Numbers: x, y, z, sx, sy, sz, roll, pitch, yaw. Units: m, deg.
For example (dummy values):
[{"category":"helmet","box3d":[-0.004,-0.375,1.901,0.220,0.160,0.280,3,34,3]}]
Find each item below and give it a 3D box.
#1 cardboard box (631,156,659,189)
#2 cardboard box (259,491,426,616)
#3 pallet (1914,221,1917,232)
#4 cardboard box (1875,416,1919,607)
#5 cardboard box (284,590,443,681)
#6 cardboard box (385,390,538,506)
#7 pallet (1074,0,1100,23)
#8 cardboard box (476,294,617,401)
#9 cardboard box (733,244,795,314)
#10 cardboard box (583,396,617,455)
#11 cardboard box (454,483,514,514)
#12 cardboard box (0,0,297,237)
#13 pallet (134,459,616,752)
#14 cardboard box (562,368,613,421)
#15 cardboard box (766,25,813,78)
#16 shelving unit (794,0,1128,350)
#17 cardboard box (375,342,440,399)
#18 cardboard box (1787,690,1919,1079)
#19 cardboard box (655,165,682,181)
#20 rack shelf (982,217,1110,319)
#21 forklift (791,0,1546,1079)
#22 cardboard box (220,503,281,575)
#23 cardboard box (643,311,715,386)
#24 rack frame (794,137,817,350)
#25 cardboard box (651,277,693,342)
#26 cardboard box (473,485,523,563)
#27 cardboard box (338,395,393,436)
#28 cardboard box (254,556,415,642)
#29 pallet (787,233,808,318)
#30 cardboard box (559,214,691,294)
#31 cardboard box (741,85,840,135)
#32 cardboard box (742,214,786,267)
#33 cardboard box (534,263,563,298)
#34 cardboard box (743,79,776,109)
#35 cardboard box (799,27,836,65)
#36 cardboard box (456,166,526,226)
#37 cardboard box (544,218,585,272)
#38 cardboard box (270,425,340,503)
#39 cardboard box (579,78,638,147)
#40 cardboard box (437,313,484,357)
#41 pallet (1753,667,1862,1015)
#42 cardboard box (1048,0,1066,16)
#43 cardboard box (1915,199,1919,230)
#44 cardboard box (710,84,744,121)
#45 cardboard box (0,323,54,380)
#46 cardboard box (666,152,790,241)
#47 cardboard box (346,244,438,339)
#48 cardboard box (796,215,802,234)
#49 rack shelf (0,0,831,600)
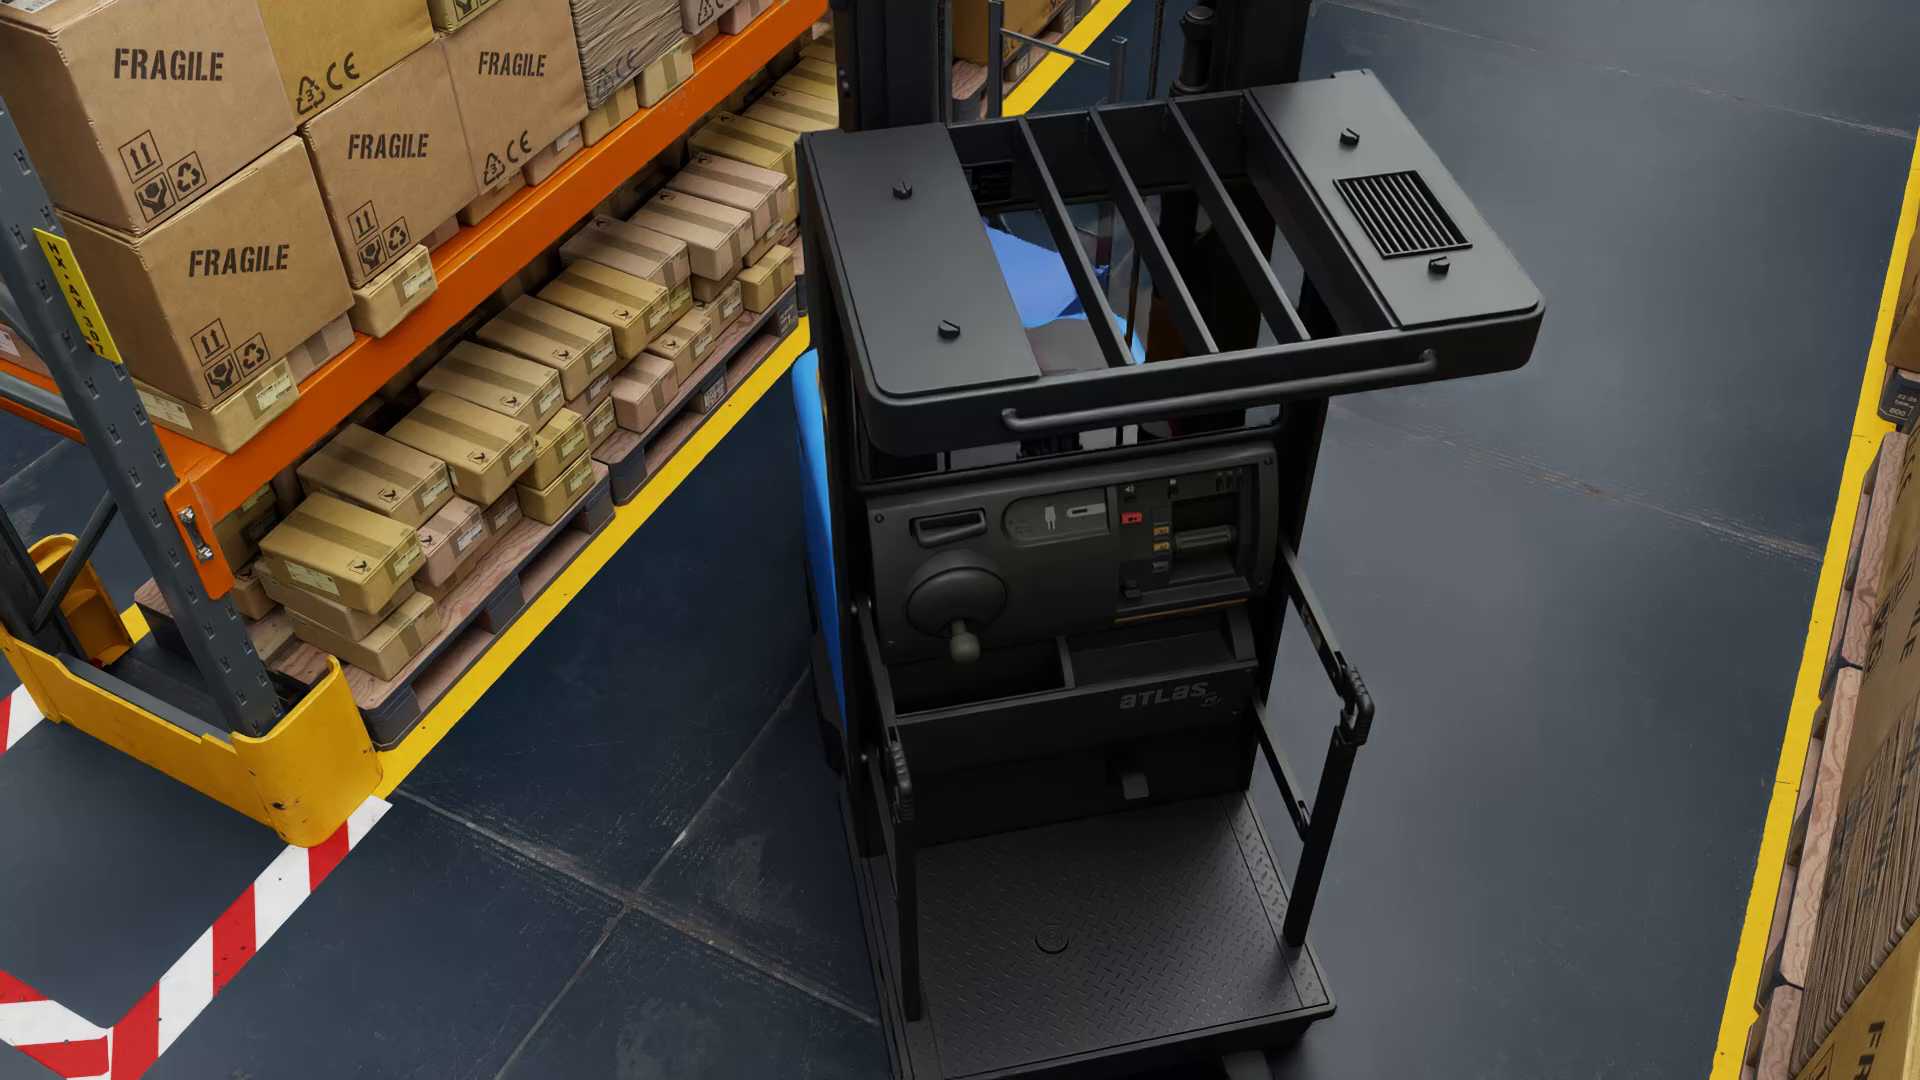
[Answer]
[{"category":"cardboard box","box3d":[-1.391,-1.482,6.397,0.380,0.149,0.250,21,49,20]},{"category":"cardboard box","box3d":[-1.815,0.037,4.896,0.380,0.149,0.250,18,48,17]},{"category":"pallet","box3d":[4.701,-1.512,7.096,1.003,0.211,1.213,20,49,19]},{"category":"cardboard box","box3d":[3.467,-0.221,5.058,0.875,0.875,0.875,20,49,19]},{"category":"cardboard box","box3d":[-1.832,0.239,5.114,0.380,0.149,0.250,21,49,20]},{"category":"cardboard box","box3d":[-1.563,-0.293,5.222,0.380,0.149,0.250,20,49,19]},{"category":"pallet","box3d":[0.423,-3.193,8.757,1.003,0.211,1.213,20,49,19]},{"category":"cardboard box","box3d":[-1.384,-0.648,5.573,0.380,0.149,0.250,22,49,21]},{"category":"cardboard box","box3d":[-0.863,-1.045,6.383,0.380,0.149,0.250,20,49,19]},{"category":"cardboard box","box3d":[-1.424,-0.428,5.774,0.380,0.149,0.250,21,49,19]},{"category":"cardboard box","box3d":[-1.676,-0.224,5.362,0.380,0.149,0.250,21,49,20]},{"category":"cardboard box","box3d":[-1.915,-1.077,3.723,0.500,0.500,0.500,20,49,19]},{"category":"pallet","box3d":[-1.915,0.041,5.561,1.003,0.211,1.213,20,49,19]},{"category":"cardboard box","box3d":[-1.422,-0.548,5.682,0.380,0.149,0.250,18,48,17]},{"category":"cardboard box","box3d":[-0.845,-2.117,7.024,0.380,0.149,0.250,22,49,21]},{"category":"shelving unit","box3d":[0.023,-0.825,5.511,0.538,1.500,1.048,26,51,23]},{"category":"cardboard box","box3d":[-1.986,-0.649,5.574,0.380,0.149,0.250,19,48,18]},{"category":"cardboard box","box3d":[2.636,0.907,3.943,0.875,0.875,0.875,20,49,19]},{"category":"cardboard box","box3d":[-1.201,-1.515,6.638,0.380,0.149,0.250,18,48,17]},{"category":"rack shelf","box3d":[0.023,-0.698,5.639,0.538,0.185,1.000,26,51,23]},{"category":"forklift","box3d":[0.308,0.127,3.564,1.130,2.935,3.031,-9,46,-8]},{"category":"cardboard box","box3d":[-2.367,-0.068,5.208,0.380,0.149,0.250,19,48,18]},{"category":"cardboard box","box3d":[-1.126,-0.740,6.081,0.380,0.149,0.250,20,49,19]},{"category":"rack frame","box3d":[-0.261,-0.525,5.214,0.500,1.500,0.032,26,51,23]},{"category":"cardboard box","box3d":[-1.198,-0.899,6.030,0.380,0.149,0.250,23,50,21]},{"category":"cardboard box","box3d":[-1.674,-0.111,5.460,0.380,0.149,0.250,21,49,19]},{"category":"cardboard box","box3d":[-2.127,-0.396,5.532,0.380,0.149,0.250,19,48,17]},{"category":"cardboard box","box3d":[-1.888,0.114,5.029,0.380,0.149,0.250,22,49,21]},{"category":"pallet","box3d":[-0.783,-1.496,7.080,1.003,0.211,1.213,20,49,19]},{"category":"cardboard box","box3d":[-1.189,-0.989,5.909,0.380,0.149,0.250,21,49,19]},{"category":"cardboard box","box3d":[-0.629,-1.622,6.535,0.380,0.149,0.250,20,49,19]},{"category":"cardboard box","box3d":[-0.894,-1.216,6.342,0.380,0.149,0.250,22,49,20]},{"category":"cardboard box","box3d":[-1.659,-1.064,6.193,0.380,0.149,0.250,21,49,19]},{"category":"cardboard box","box3d":[-0.992,-1.849,6.969,0.380,0.149,0.250,21,49,19]},{"category":"cardboard box","box3d":[-0.437,-1.955,6.864,0.380,0.149,0.250,22,49,20]},{"category":"cardboard box","box3d":[-1.518,-1.096,4.900,0.380,0.149,0.250,20,49,19]},{"category":"cardboard box","box3d":[-1.594,-1.141,6.059,0.380,0.149,0.250,21,49,19]},{"category":"cardboard box","box3d":[-2.170,-0.302,5.230,0.380,0.149,0.250,21,49,20]},{"category":"cardboard box","box3d":[-1.239,-1.398,5.199,0.380,0.149,0.250,22,49,20]},{"category":"cardboard box","box3d":[-1.898,-0.726,5.859,0.380,0.149,0.250,21,49,20]},{"category":"pallet","box3d":[2.857,0.995,4.618,1.003,0.211,1.213,20,49,19]},{"category":"cardboard box","box3d":[0.320,-2.891,7.961,0.500,0.500,0.500,23,50,21]},{"category":"cardboard box","box3d":[4.538,-1.583,6.404,1.225,0.875,0.875,19,48,18]},{"category":"cardboard box","box3d":[-1.100,-1.787,6.698,0.380,0.149,0.250,20,49,19]},{"category":"cardboard box","box3d":[-2.458,-0.601,4.412,0.380,0.149,0.250,21,49,19]},{"category":"cardboard box","box3d":[-0.863,-1.283,6.200,0.380,0.149,0.250,18,48,17]},{"category":"cardboard box","box3d":[-1.664,-0.724,4.533,0.380,0.149,0.250,19,48,18]},{"category":"cardboard box","box3d":[-0.643,-1.373,6.707,0.380,0.149,0.250,19,48,18]},{"category":"rack shelf","box3d":[-1.430,-1.398,5.528,1.077,0.370,4.000,20,49,19]}]
